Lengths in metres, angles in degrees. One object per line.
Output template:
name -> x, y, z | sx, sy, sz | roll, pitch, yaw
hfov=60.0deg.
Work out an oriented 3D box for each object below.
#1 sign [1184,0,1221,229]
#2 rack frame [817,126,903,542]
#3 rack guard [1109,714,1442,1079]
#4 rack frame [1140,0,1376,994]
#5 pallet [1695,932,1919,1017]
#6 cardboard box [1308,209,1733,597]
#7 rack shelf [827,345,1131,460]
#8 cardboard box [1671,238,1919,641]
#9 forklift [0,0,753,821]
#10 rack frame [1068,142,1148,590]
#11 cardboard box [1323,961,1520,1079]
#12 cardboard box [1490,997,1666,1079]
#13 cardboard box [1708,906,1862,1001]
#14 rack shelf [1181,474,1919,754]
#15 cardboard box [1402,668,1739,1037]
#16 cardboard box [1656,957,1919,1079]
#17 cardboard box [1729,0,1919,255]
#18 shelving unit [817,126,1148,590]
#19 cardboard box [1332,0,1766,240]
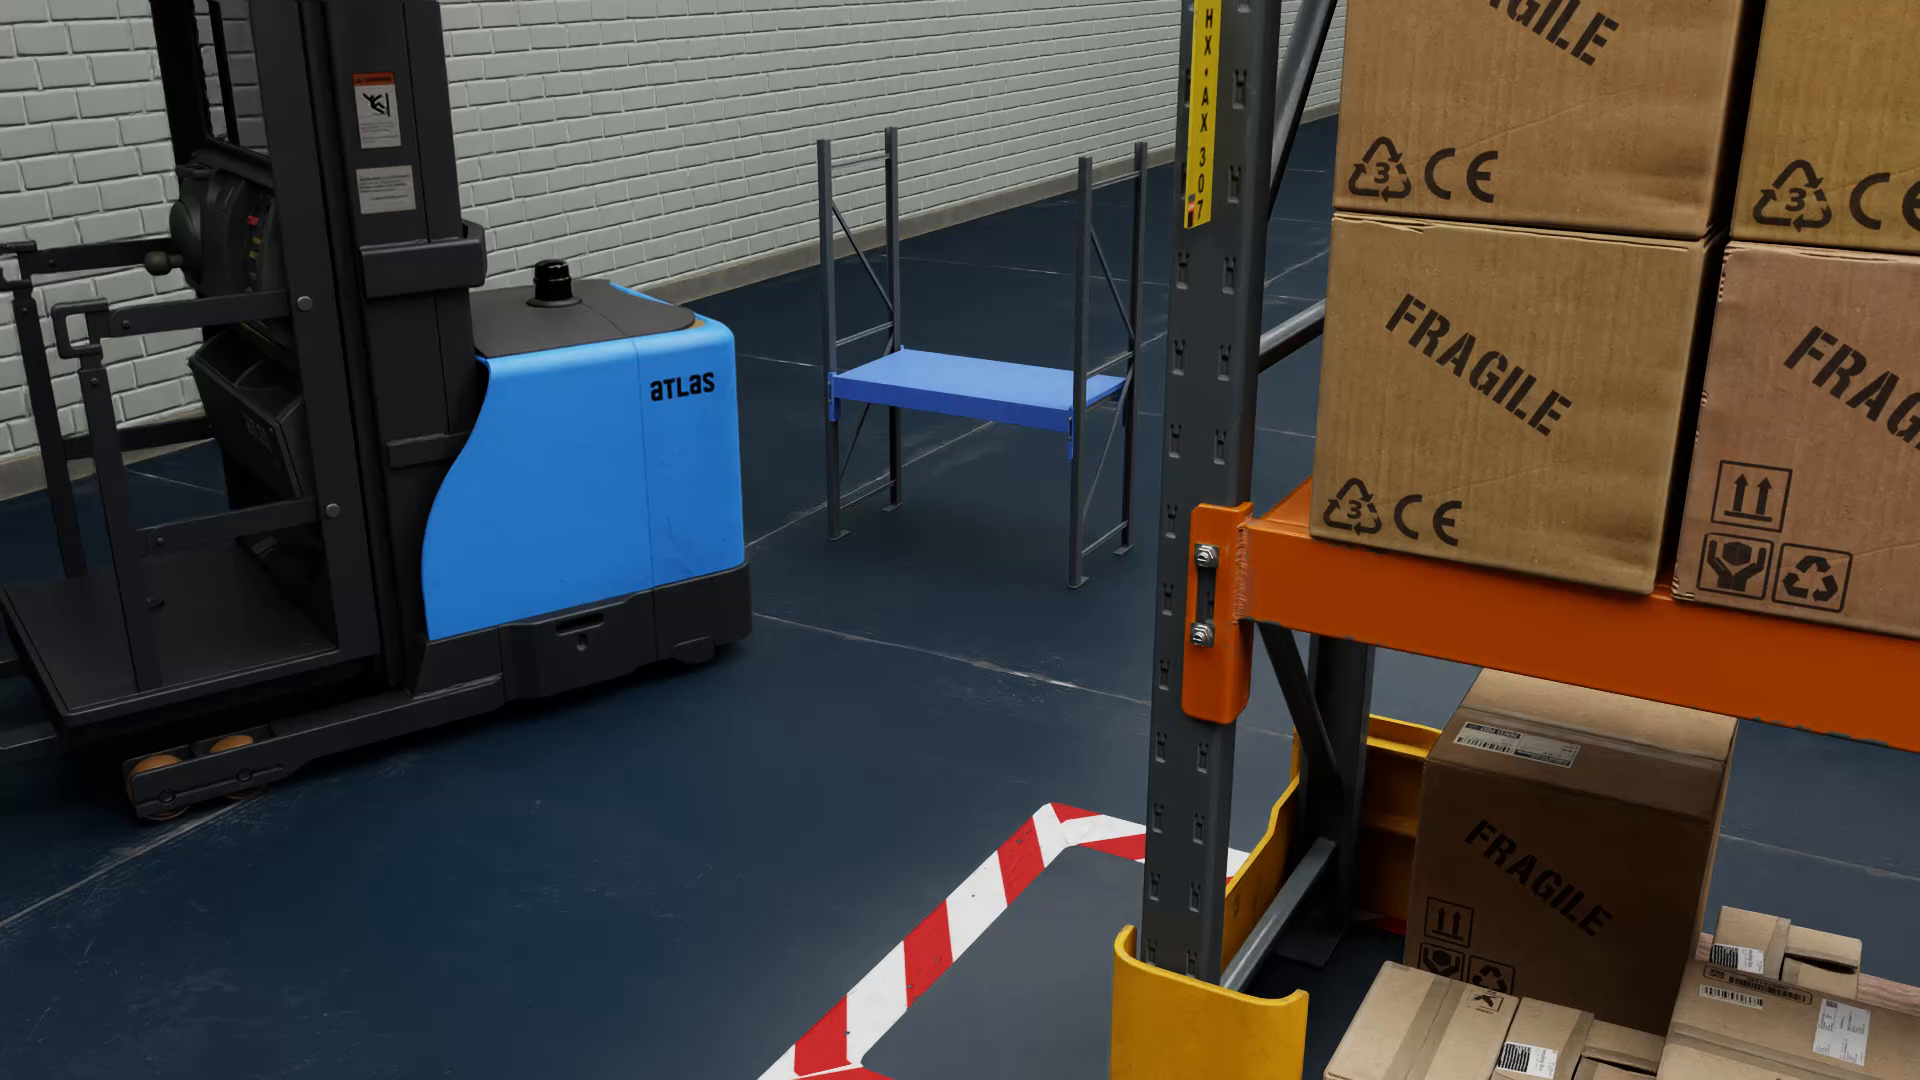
sign -> 0.352, -0.619, 2.404 | 0.005, 0.325, 0.100 | 11, 23, 27
rack frame -> -0.369, -0.775, 6.303 | 0.032, 1.500, 0.500 | 11, 23, 27
rack guard -> 0.683, 0.814, 3.388 | 0.348, 0.500, 1.175 | 11, 23, 27
rack frame -> 0.617, -0.374, 2.997 | 0.127, 3.000, 1.000 | 11, 23, 27
pallet -> 1.380, 1.082, 3.073 | 1.213, 0.211, 1.003 | 11, 23, 27
cardboard box -> 0.876, -0.269, 2.560 | 0.500, 0.500, 0.500 | 11, 23, 28
rack shelf -> 0.074, -0.522, 6.132 | 1.000, 0.185, 0.538 | 11, 23, 27
cardboard box -> 1.329, -0.184, 2.328 | 0.500, 0.500, 0.500 | 11, 22, 27
forklift -> -2.157, -0.850, 4.409 | 3.031, 2.935, 1.130 | -14, 24, -34
rack frame -> 0.518, -0.606, 5.837 | 0.032, 1.500, 0.500 | 11, 23, 27
cardboard box -> 0.815, 0.931, 2.934 | 0.250, 0.149, 0.380 | 11, 23, 27
cardboard box -> 1.033, 0.965, 2.817 | 0.250, 0.166, 0.380 | 11, 23, 27
cardboard box -> 1.521, 0.862, 3.099 | 0.250, 0.166, 0.380 | 11, 23, 27
rack shelf -> 2.363, 0.297, 2.203 | 4.000, 0.370, 1.077 | 11, 23, 27
cardboard box -> 1.212, 0.611, 3.301 | 0.500, 0.500, 0.500 | 11, 23, 27
cardboard box -> 1.390, 0.970, 2.680 | 0.500, 0.250, 0.500 | 11, 23, 27
cardboard box -> 1.336, -0.654, 2.156 | 0.500, 0.500, 0.500 | 11, 23, 28
shelving unit -> 0.074, -0.691, 6.070 | 1.048, 1.500, 0.538 | 11, 23, 27
cardboard box -> 0.876, -0.739, 2.390 | 0.500, 0.500, 0.500 | 12, 23, 29
